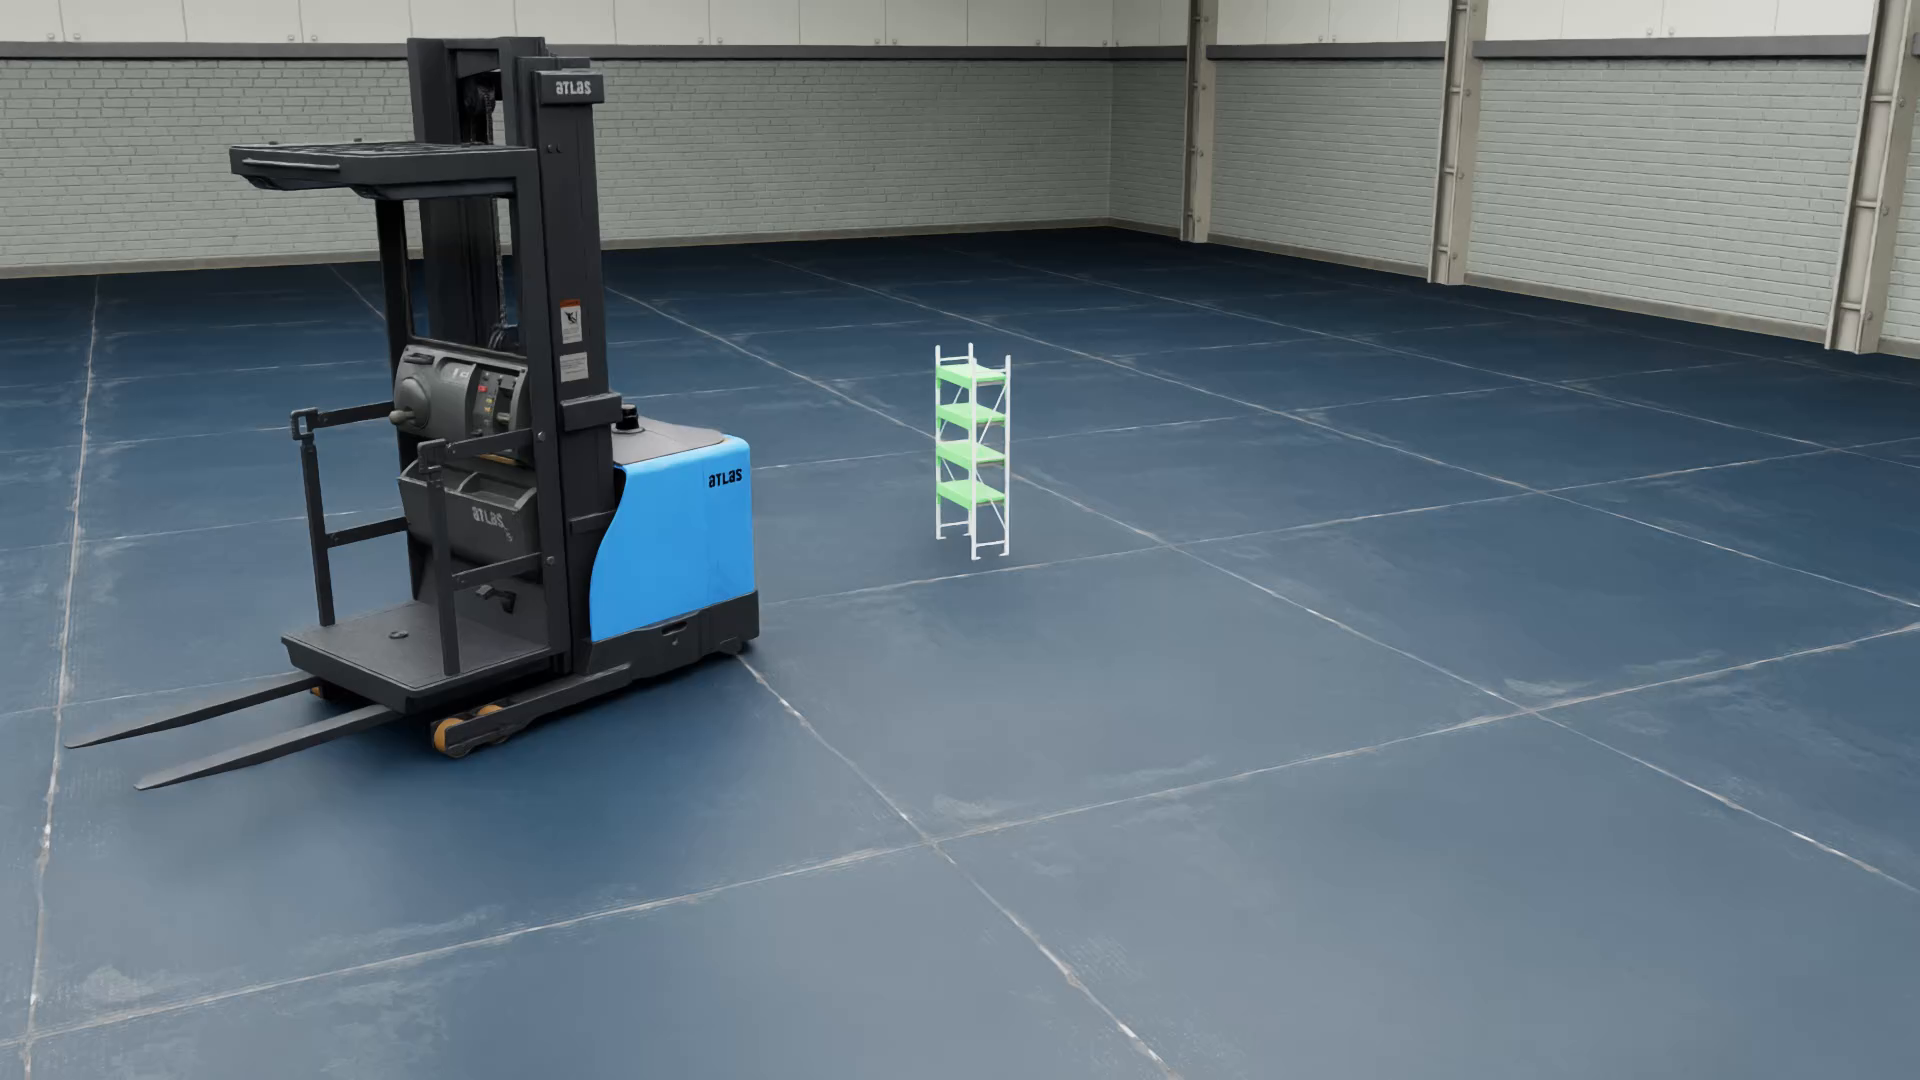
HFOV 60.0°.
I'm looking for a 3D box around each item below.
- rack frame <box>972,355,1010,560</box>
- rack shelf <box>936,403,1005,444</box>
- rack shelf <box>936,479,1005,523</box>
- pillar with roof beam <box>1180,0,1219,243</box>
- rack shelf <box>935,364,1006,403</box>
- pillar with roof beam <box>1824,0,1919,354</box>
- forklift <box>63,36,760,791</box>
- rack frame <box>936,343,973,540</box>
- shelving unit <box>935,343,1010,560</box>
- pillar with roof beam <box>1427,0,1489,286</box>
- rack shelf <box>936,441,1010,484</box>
[{"bbox_3d":[0.179,-0.475,9.731,0.240,1.200,0.015,-8,18,-25],"label":"rack frame"},{"bbox_3d":[0.073,-0.705,9.894,0.258,0.148,0.480,-8,18,-25],"label":"rack shelf"},{"bbox_3d":[0.073,-0.244,10.026,0.258,0.148,0.480,-8,18,-25],"label":"rack shelf"},{"bbox_3d":[-0.010,-8.721,24.326,9.100,9.000,0.400,-8,18,-25],"label":"pillar with roof beam"},{"bbox_3d":[0.072,-0.936,9.827,0.258,0.148,0.480,-8,18,-25],"label":"rack shelf"},{"bbox_3d":[5.247,-5.745,13.957,9.100,9.000,0.400,-8,18,-25],"label":"pillar with roof beam"},{"bbox_3d":[-2.339,-0.643,7.178,1.130,2.935,3.031,13,21,38],"label":"forklift"},{"bbox_3d":[-0.034,-0.596,10.153,0.240,1.200,0.015,-8,18,-25],"label":"rack frame"},{"bbox_3d":[0.073,-0.536,9.942,0.258,1.200,0.503,-8,18,-25],"label":"shelving unit"},{"bbox_3d":[2.618,-7.233,19.141,9.100,9.000,0.400,-8,18,-25],"label":"pillar with roof beam"},{"bbox_3d":[0.073,-0.474,9.960,0.258,0.148,0.480,-8,18,-25],"label":"rack shelf"}]
